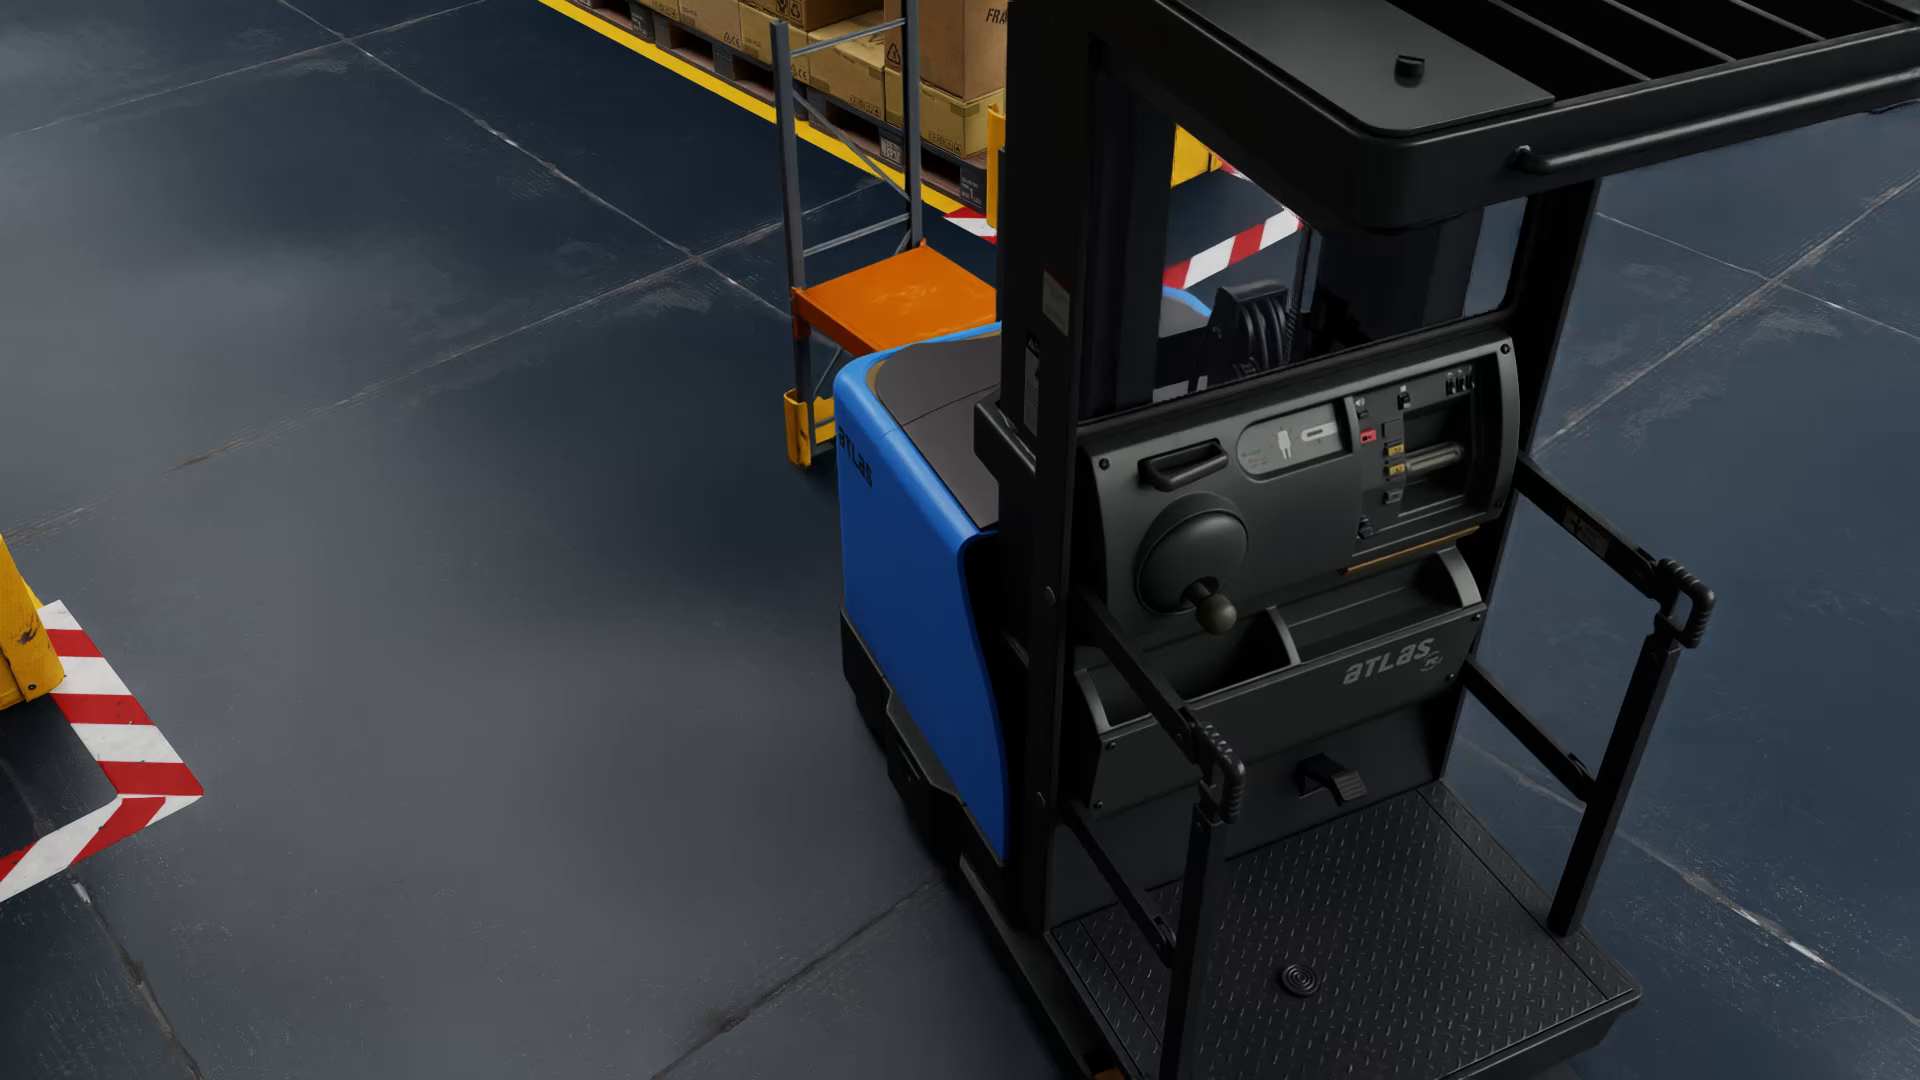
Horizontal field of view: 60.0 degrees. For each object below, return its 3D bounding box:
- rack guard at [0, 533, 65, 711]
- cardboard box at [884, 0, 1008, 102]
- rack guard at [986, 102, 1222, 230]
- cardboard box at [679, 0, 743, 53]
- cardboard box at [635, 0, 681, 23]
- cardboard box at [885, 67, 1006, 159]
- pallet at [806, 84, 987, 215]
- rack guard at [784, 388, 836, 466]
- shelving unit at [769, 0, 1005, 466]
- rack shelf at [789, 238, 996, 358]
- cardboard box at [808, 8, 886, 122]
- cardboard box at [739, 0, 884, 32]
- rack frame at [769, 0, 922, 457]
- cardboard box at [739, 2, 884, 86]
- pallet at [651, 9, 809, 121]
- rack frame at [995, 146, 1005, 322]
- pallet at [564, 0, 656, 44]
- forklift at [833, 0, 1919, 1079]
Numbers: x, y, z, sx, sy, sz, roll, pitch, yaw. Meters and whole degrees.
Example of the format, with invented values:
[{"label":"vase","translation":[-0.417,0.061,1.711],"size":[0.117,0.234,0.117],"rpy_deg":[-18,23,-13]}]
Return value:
[{"label":"rack guard","translation":[-3.085,0.378,4.385],"size":[1.175,0.500,0.348],"rpy_deg":[-30,48,-32]},{"label":"cardboard box","translation":[0.031,-2.174,6.811],"size":[0.500,0.500,0.500],"rpy_deg":[-30,48,-32]},{"label":"rack guard","translation":[0.629,-1.683,6.936],"size":[1.175,0.500,0.348],"rpy_deg":[-30,48,-32]},{"label":"cardboard box","translation":[-0.991,-2.572,7.901],"size":[0.500,0.250,0.500],"rpy_deg":[-30,48,-32]},{"label":"cardboard box","translation":[-1.333,-2.801,8.185],"size":[0.500,0.250,0.500],"rpy_deg":[-30,48,-32]},{"label":"cardboard box","translation":[0.033,-1.883,7.048],"size":[0.500,0.250,0.500],"rpy_deg":[-30,48,-32]},{"label":"pallet","translation":[0.065,-1.918,7.457],"size":[1.003,0.211,1.213],"rpy_deg":[-30,48,-32]},{"label":"rack guard","translation":[-0.328,-0.472,5.636],"size":[0.587,0.250,0.087],"rpy_deg":[-26,46,-29]},{"label":"shelving unit","translation":[-0.021,-0.712,4.938],"size":[0.587,1.500,1.083],"rpy_deg":[-26,46,-29]},{"label":"rack shelf","translation":[-0.015,-0.568,5.045],"size":[0.538,0.185,1.000],"rpy_deg":[-26,46,-29]},{"label":"cardboard box","translation":[-0.314,-2.109,7.328],"size":[0.500,0.250,0.500],"rpy_deg":[-30,48,-32]},{"label":"cardboard box","translation":[-0.656,-2.630,7.377],"size":[0.500,0.500,0.500],"rpy_deg":[-30,48,-32]},{"label":"rack frame","translation":[-0.329,-0.959,5.244],"size":[0.500,1.500,0.032],"rpy_deg":[-26,46,-29]},{"label":"cardboard box","translation":[-0.654,-2.340,7.614],"size":[0.500,0.250,0.500],"rpy_deg":[-30,48,-32]},{"label":"pallet","translation":[-0.756,-2.482,8.155],"size":[1.003,0.211,1.213],"rpy_deg":[-30,48,-32]},{"label":"rack frame","translation":[0.298,-0.456,4.621],"size":[0.500,1.500,0.032],"rpy_deg":[-26,46,-29]},{"label":"pallet","translation":[-1.585,-3.047,8.855],"size":[1.003,0.211,1.213],"rpy_deg":[-30,48,-32]},{"label":"forklift","translation":[0.754,-0.035,2.960],"size":[1.130,2.935,3.031],"rpy_deg":[-16,42,-19]}]
